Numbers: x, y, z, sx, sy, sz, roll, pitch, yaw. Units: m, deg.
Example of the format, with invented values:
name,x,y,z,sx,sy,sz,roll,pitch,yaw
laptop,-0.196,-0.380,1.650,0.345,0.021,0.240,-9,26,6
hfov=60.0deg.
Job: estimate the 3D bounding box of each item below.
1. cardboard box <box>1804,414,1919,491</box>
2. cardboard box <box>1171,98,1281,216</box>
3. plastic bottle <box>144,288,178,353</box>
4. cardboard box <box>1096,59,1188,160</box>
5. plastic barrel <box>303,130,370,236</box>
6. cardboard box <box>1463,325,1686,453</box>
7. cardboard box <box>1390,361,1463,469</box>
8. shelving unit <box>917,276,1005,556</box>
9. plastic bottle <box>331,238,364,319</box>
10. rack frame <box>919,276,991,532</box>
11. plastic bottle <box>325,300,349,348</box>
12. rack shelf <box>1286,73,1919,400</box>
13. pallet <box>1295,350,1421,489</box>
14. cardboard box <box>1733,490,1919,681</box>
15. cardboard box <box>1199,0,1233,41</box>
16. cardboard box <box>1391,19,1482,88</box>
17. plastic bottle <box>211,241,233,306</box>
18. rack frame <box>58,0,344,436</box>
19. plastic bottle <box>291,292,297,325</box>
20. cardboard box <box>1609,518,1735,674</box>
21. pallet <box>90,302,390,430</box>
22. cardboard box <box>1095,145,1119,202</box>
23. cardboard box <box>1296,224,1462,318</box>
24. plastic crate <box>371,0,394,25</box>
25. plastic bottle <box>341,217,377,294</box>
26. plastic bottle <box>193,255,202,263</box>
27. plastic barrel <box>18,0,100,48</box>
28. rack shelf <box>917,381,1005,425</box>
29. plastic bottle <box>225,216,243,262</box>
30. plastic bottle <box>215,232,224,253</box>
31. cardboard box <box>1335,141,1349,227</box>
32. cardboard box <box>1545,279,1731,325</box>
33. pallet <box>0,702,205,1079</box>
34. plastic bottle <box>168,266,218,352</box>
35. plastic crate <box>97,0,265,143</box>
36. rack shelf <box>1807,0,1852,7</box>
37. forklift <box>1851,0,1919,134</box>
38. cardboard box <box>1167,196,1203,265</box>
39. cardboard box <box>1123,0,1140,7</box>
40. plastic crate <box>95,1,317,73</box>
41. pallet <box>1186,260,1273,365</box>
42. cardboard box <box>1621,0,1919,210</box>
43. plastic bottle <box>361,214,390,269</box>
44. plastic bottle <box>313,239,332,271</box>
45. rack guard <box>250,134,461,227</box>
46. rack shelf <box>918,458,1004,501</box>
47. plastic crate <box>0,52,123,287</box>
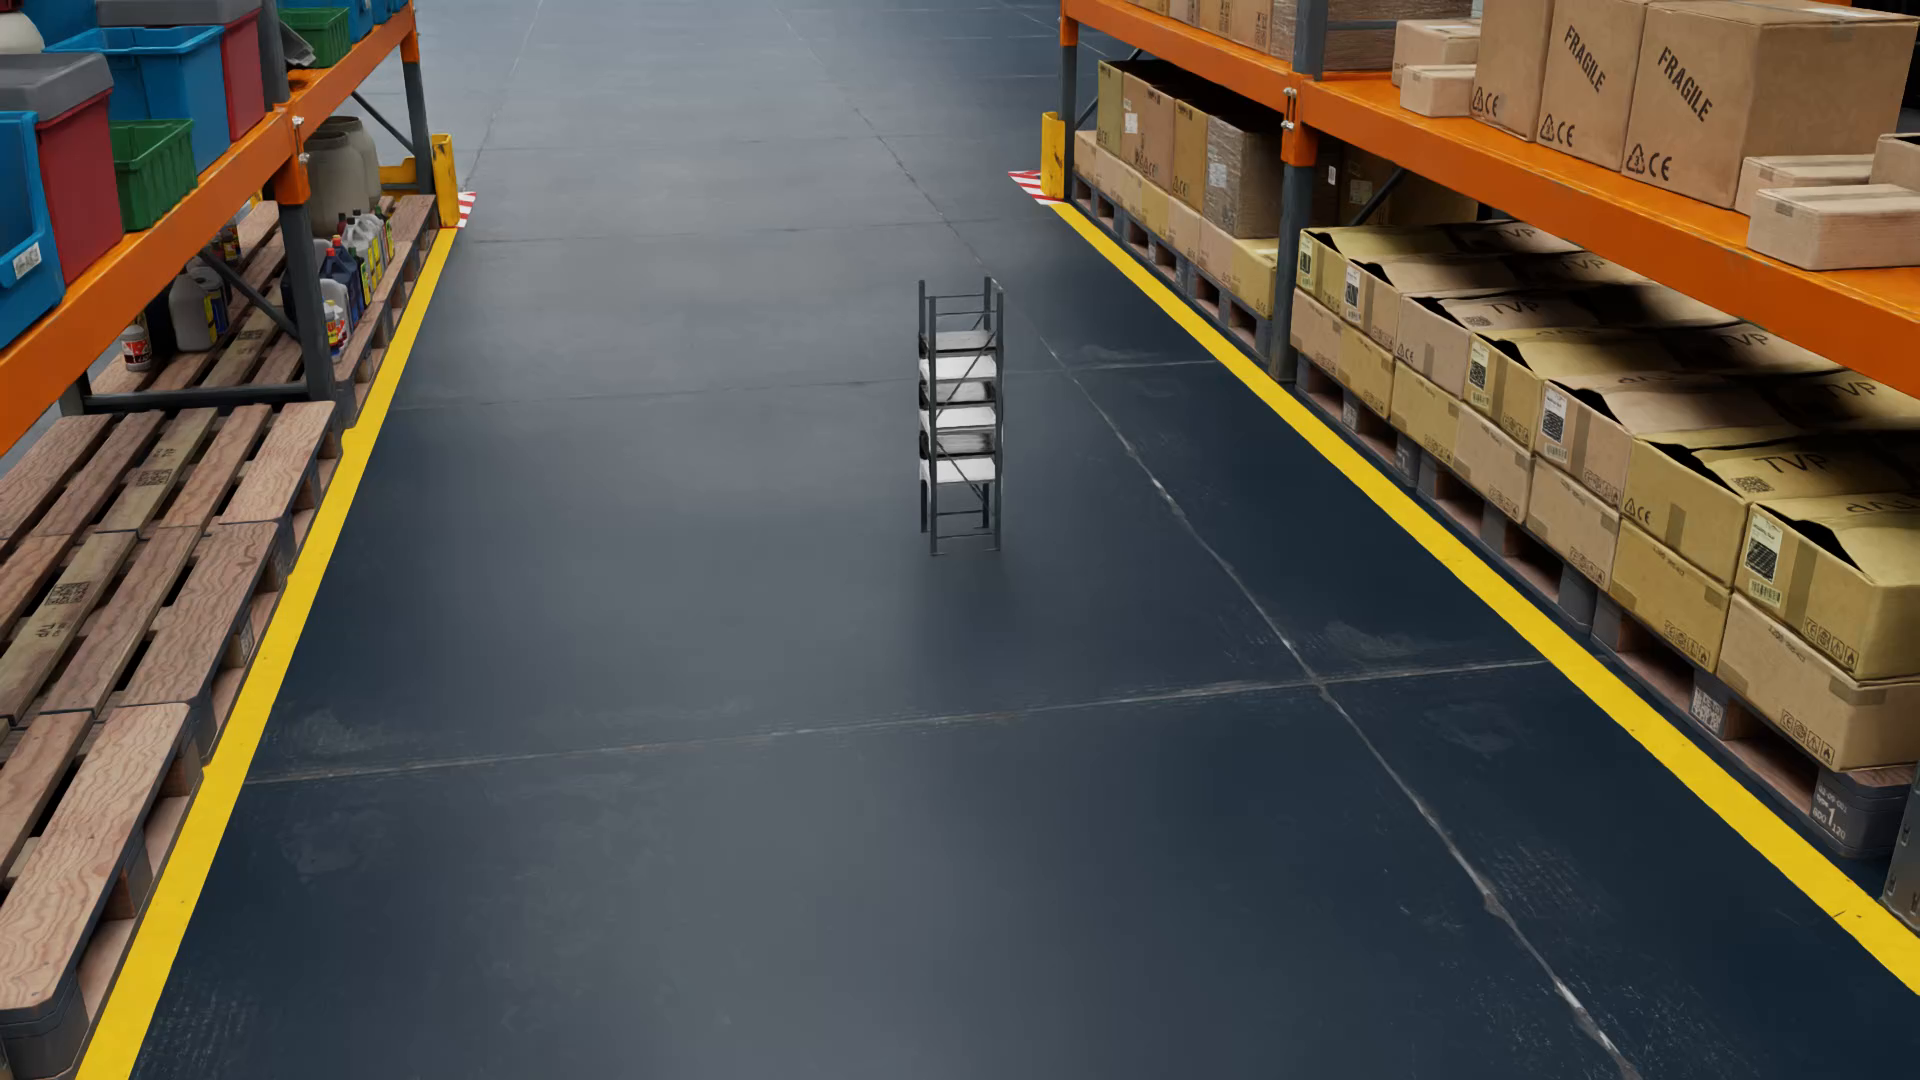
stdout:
name,x,y,z,sx,sy,sz,roll,pitch,yaw
cardboard box,2.705,-0.173,4.609,0.500,0.311,0.500,-5,24,-11
cardboard box,1.402,-1.960,8.463,0.500,0.500,0.500,-4,24,-10
plastic bottle,-3.392,-0.978,7.001,0.144,0.351,0.185,-5,24,-11
cardboard box,1.115,-2.549,9.812,0.500,0.500,0.500,-4,24,-10
plastic barrel,-3.439,-1.934,9.013,0.421,0.512,0.421,0,24,0
cardboard box,1.996,-0.527,5.419,0.500,0.311,0.500,-4,24,-8
cardboard box,1.902,-0.474,5.998,0.500,0.250,0.500,-5,24,-11
shelving unit,0.001,-0.409,5.563,0.258,0.900,0.210,-4,24,-10
plastic bottle,-2.766,-1.168,7.437,0.144,0.351,0.185,-5,24,-12
rack frame,-0.017,-0.449,5.654,0.240,0.900,0.006,-4,24,-10
plastic bottle,-2.655,-0.915,7.044,0.097,0.201,0.097,0,24,0
rack shelf,2.249,-1.007,5.207,1.077,0.370,4.000,-4,24,-10
pallet,2.054,-0.559,6.765,1.003,0.211,1.213,-4,24,-10
cardboard box,2.280,0.073,4.046,0.500,0.311,0.500,-4,24,-8
cardboard box,1.598,-2.748,8.169,0.700,0.500,0.500,-4,24,-9
cardboard box,2.013,-1.864,6.458,0.500,0.250,0.500,-3,24,-6
plastic bottle,-3.408,-1.222,7.644,0.061,0.283,0.133,-4,24,-10
rack frame,-2.989,-1.758,6.028,1.000,3.000,0.127,-4,24,-10
plastic bottle,-2.809,-0.990,7.113,0.061,0.283,0.133,-4,24,-10
cardboard box,2.183,0.126,4.624,0.500,0.250,0.500,-5,24,-10
pallet,-3.073,-0.748,7.198,1.003,0.211,1.213,-4,24,-10
cardboard box,1.116,-2.205,9.962,0.500,0.250,0.500,-4,24,-10
cardboard box,1.711,-1.132,6.804,0.500,0.311,0.500,-4,24,-10
plastic crate,-3.228,-2.833,8.674,0.499,0.251,0.408,-4,24,-10
plastic bottle,-2.844,-1.336,7.820,0.144,0.351,0.185,-4,24,-10
plastic bottle,-3.513,-1.210,7.627,0.152,0.276,0.135,-4,24,-9
plastic barrel,-3.216,-1.814,5.528,0.600,0.901,0.708,-4,24,-10
rack shelf,0.001,-0.461,5.540,0.258,0.077,0.200,-4,24,-10
plastic bottle,-3.700,-1.547,8.403,0.097,0.271,0.097,0,24,0
plastic bottle,-3.637,-1.412,8.094,0.097,0.271,0.097,0,24,0
cardboard box,2.001,-1.801,8.100,0.500,0.500,0.500,-4,24,-10
cardboard box,2.428,-0.774,5.985,0.500,0.311,0.500,-4,24,-10
pallet,-2.355,0.785,3.688,1.003,0.211,1.213,-4,24,-10
plastic bottle,-3.250,-0.989,7.026,0.144,0.351,0.185,-4,24,-10
plastic crate,-2.599,-1.620,5.631,0.402,0.464,0.583,-4,24,-10
rack shelf,6.377,-2.948,9.652,1.077,0.370,4.000,-4,24,-10
forklift,4.820,-2.344,7.456,3.031,2.935,1.130,-12,26,-25
cardboard box,1.389,-1.615,8.611,0.500,0.250,0.500,-4,24,-10
cardboard box,1.315,-3.352,9.552,0.700,0.500,0.500,-4,24,-8
plastic crate,-2.961,-1.945,6.533,0.767,0.338,0.504,-4,24,-10
pallet,1.773,-1.161,8.145,1.003,0.211,1.213,-4,24,-10
cardboard box,2.293,-1.255,4.750,0.500,0.500,0.500,-6,24,-13
plastic bottle,-2.939,-1.494,8.276,0.152,0.276,0.135,-4,24,-9
plastic bottle,-2.985,-1.280,7.787,0.152,0.276,0.135,-4,24,-10
rack guard,-3.669,-2.160,10.070,1.175,0.500,0.348,-4,24,-10
rack shelf,0.001,-0.214,5.648,0.258,0.077,0.200,-4,24,-10
plastic crate,-2.248,-0.872,3.920,0.402,0.464,0.583,-4,24,-10
